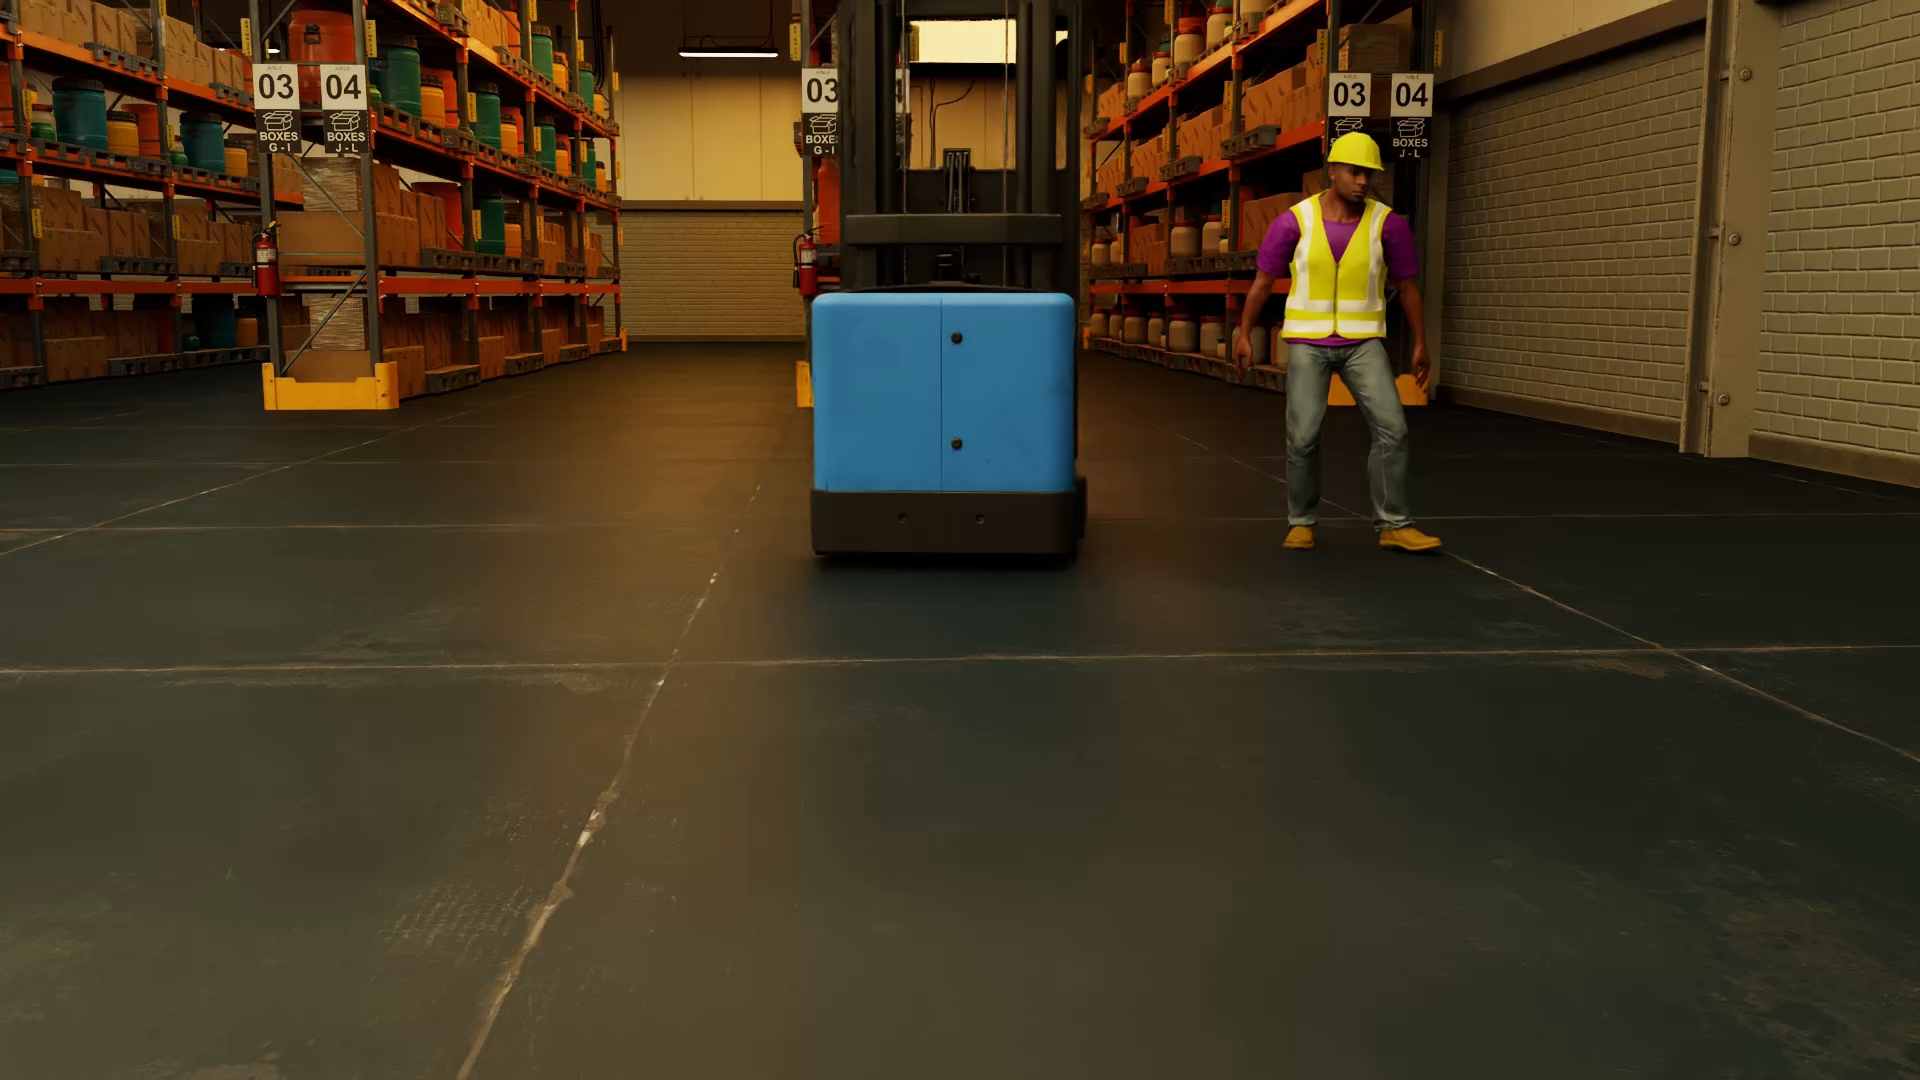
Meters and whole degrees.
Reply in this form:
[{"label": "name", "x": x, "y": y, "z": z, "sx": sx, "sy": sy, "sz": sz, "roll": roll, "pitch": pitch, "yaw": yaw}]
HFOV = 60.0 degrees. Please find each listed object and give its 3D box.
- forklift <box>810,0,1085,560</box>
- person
[{"label": "forklift", "x": 0.012, "y": -1.549, "z": 7.765, "sx": 1.130, "sy": 2.935, "sz": 3.031, "roll": 0, "pitch": 8, "yaw": 3}, {"label": "person", "x": 1.588, "y": -0.819, "z": 6.963, "sx": 0.878, "sy": 1.733, "sz": 0.463, "roll": 1, "pitch": 9, "yaw": 9}]
